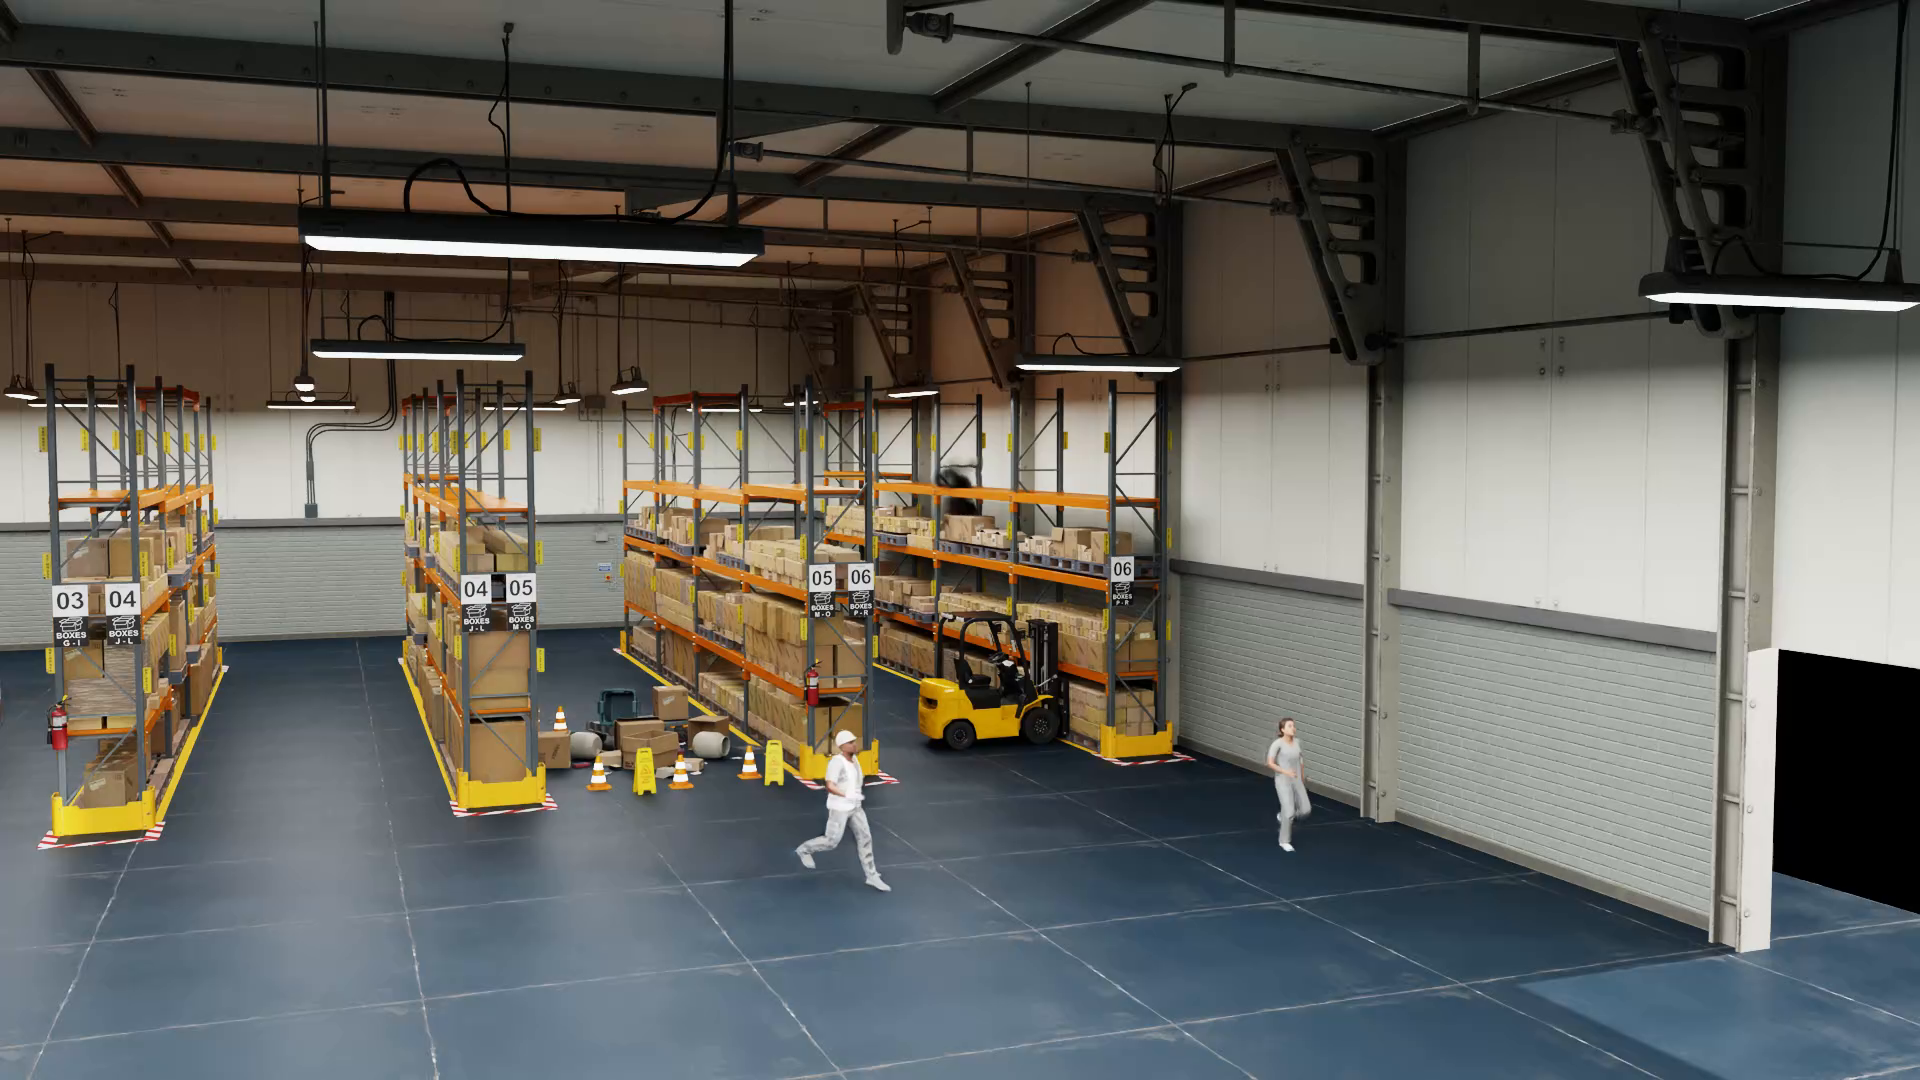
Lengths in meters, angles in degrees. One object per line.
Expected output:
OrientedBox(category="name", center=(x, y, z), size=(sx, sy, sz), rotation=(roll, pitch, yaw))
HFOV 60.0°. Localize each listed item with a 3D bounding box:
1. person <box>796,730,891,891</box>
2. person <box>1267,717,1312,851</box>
OrientedBox(category="person", center=(-1.333, 3.030, 18.710), size=(1.160, 1.781, 0.648), rotation=(2, 4, 29))
OrientedBox(category="person", center=(4.045, 2.993, 20.454), size=(0.601, 1.636, 0.578), rotation=(-2, 4, -27))
